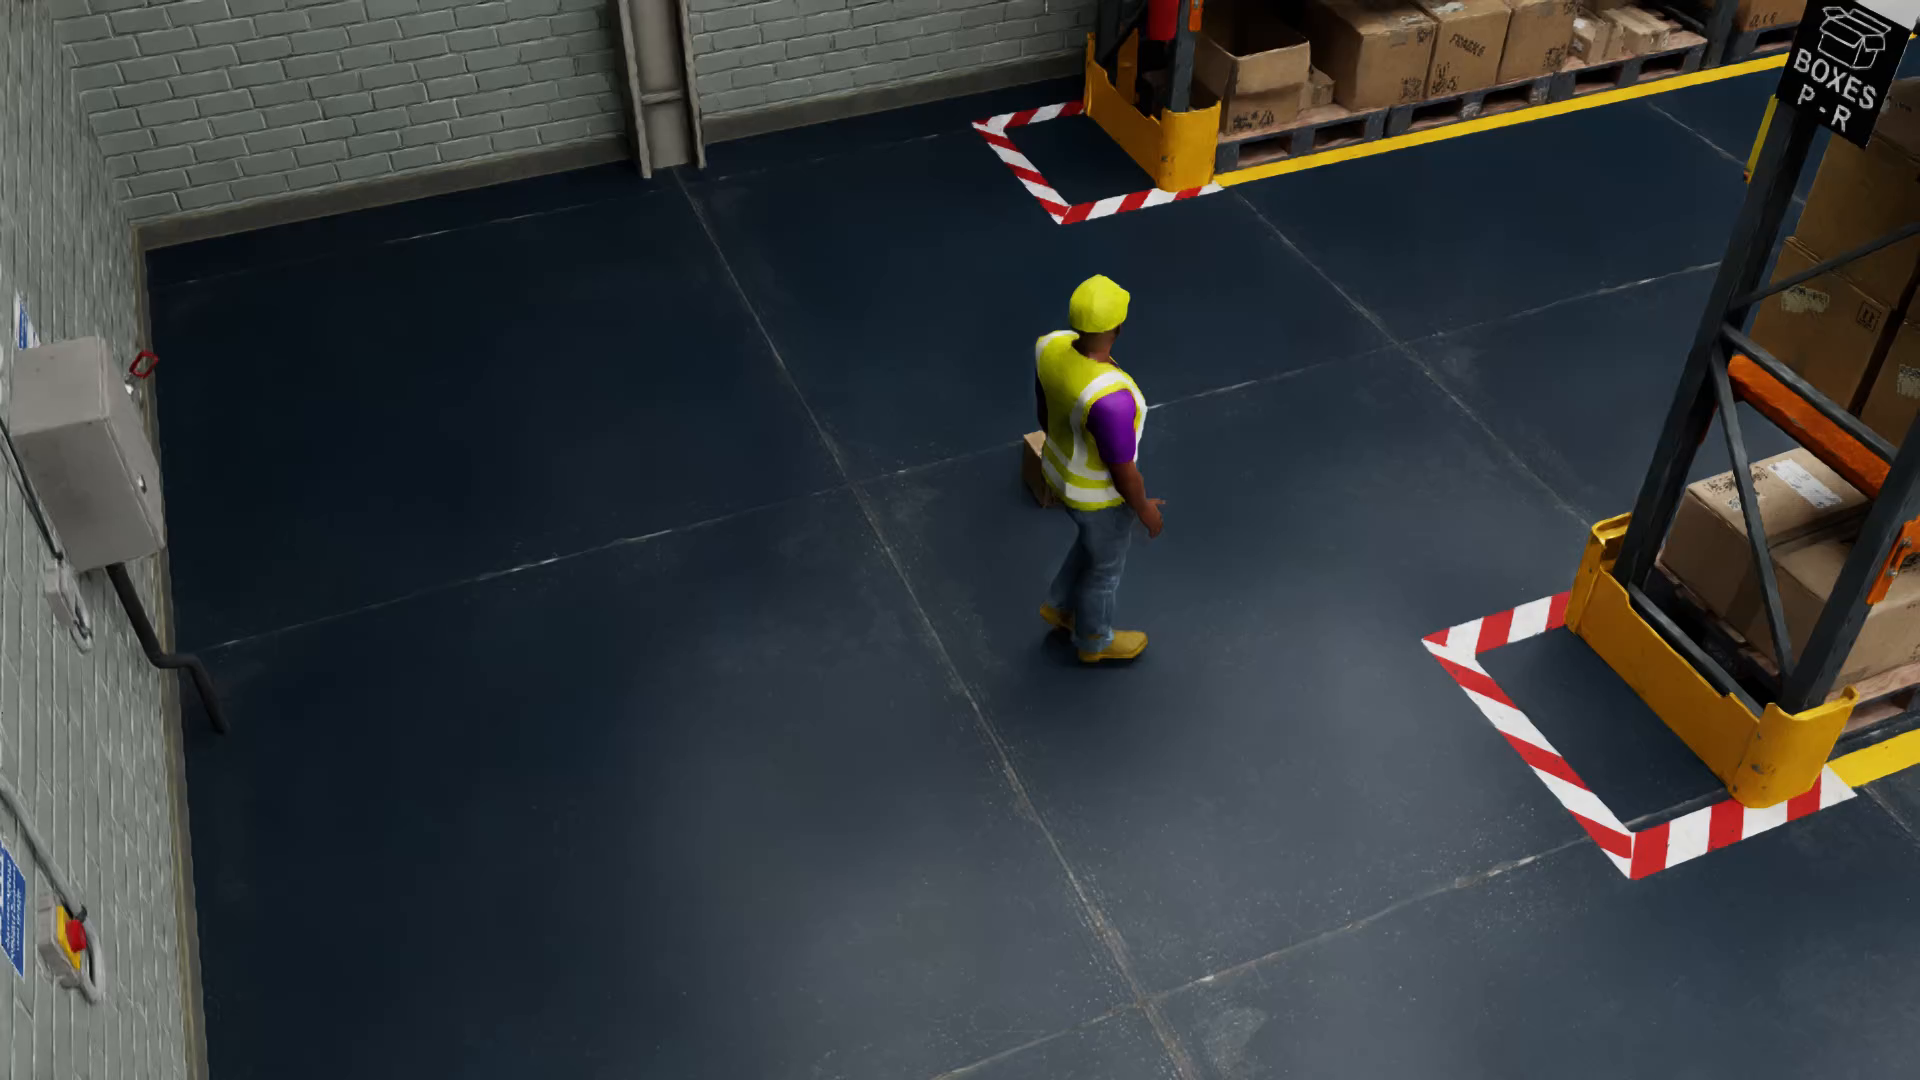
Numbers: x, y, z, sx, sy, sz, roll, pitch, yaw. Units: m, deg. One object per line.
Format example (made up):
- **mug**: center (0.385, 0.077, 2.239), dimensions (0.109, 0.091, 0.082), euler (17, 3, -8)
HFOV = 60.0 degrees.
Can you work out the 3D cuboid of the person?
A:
- **person**: center (0.535, -0.223, 6.392), dimensions (0.449, 1.808, 0.589), euler (-14, 43, -15)
